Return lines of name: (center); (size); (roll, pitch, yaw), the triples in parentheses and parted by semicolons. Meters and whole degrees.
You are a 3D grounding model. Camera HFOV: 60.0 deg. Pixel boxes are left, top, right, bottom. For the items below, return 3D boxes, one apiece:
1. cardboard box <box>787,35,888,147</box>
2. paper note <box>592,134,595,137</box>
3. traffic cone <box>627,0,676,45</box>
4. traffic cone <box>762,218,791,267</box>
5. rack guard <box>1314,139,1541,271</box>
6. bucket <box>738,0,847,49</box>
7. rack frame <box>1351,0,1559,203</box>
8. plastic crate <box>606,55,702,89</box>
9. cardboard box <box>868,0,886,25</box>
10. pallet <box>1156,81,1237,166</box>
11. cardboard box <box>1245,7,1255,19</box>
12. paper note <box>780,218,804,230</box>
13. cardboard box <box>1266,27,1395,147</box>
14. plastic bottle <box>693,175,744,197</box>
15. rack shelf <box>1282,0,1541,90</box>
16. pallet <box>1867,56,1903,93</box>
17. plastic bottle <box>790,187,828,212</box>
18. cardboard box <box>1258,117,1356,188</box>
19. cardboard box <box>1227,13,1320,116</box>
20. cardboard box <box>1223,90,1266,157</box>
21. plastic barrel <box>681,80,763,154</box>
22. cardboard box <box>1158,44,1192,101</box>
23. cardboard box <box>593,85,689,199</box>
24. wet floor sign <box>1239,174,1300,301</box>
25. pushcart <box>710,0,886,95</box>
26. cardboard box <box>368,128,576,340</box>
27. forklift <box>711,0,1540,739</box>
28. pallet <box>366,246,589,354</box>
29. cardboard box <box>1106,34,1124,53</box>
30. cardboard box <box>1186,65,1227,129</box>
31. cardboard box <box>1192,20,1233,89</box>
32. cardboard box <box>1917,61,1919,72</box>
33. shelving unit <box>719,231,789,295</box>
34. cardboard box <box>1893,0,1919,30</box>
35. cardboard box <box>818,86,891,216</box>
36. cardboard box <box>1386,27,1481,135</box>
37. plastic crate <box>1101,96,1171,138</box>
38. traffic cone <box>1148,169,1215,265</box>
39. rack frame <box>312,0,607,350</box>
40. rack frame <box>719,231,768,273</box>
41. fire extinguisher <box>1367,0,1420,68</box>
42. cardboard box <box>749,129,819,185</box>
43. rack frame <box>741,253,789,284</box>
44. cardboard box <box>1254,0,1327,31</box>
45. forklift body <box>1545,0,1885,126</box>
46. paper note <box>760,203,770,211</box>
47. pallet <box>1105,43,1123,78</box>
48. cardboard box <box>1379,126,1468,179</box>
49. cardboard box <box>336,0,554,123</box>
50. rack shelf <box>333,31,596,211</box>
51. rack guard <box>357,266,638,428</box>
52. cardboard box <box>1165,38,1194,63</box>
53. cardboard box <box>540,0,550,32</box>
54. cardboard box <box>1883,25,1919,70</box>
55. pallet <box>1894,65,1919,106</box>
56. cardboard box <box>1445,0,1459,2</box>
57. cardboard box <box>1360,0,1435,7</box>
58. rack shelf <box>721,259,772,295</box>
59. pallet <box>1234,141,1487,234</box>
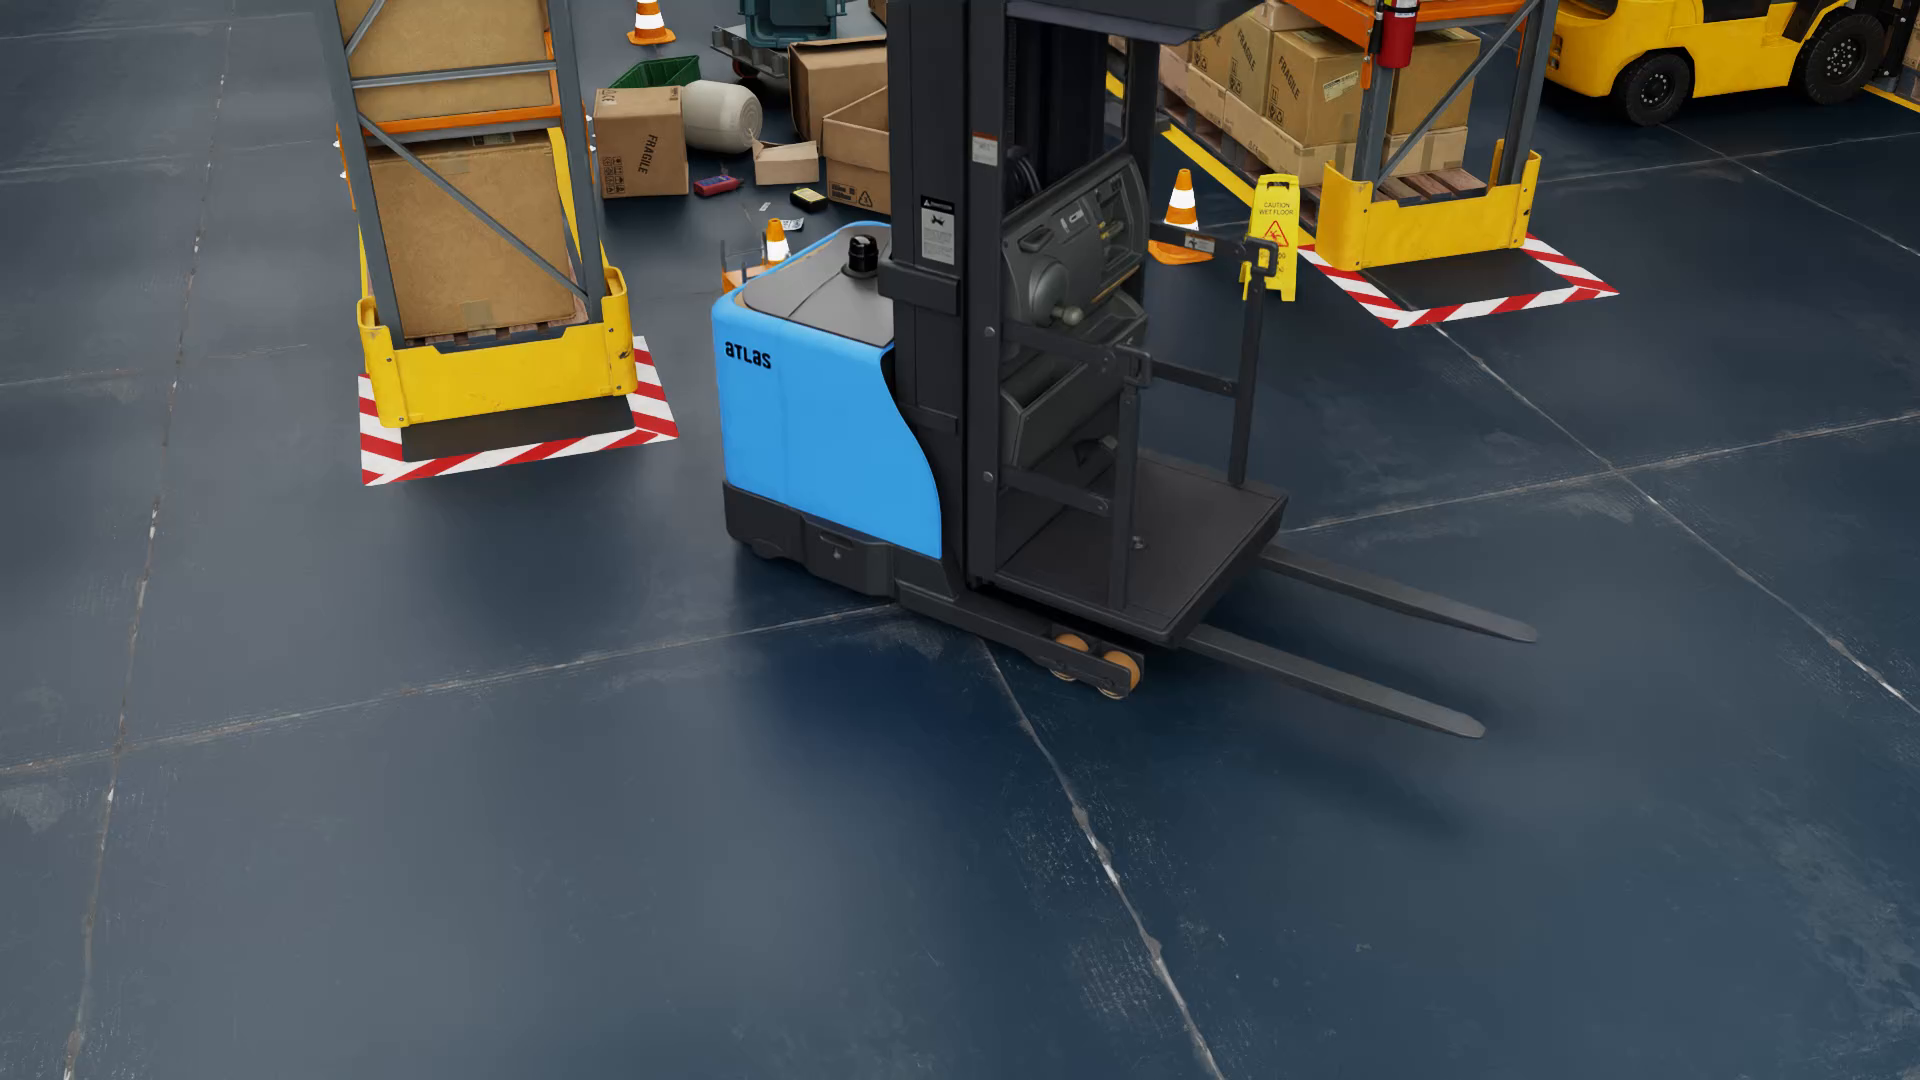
cardboard box: (-0.673, -2.835, 10.461); (0.797, 0.637, 0.503); (-10, 35, -15)
paper note: (-2.269, -2.610, 10.671); (0.142, 0.020, 0.147); (19, 38, 26)
traffic cone: (-2.307, -3.948, 12.306); (0.336, 0.463, 0.334); (-10, 35, -15)
traffic cone: (-0.926, -1.408, 8.461); (0.336, 0.463, 0.334); (-10, 35, -15)
rack guard: (2.544, -1.831, 9.068); (1.175, 0.500, 0.348); (-10, 35, -15)
bucket: (-1.099, -3.633, 11.118); (0.726, 0.611, 0.620); (1, 23, 2)
rack frame: (2.567, -2.834, 8.318); (1.000, 3.000, 0.127); (-10, 35, -15)
plastic crate: (-2.036, -3.029, 11.111); (0.450, 0.188, 0.662); (-2, 32, 16)
cardboard box: (-0.339, -3.892, 11.500); (0.500, 0.500, 0.500); (-10, 35, -15)
pallet: (1.961, -2.783, 10.769); (1.003, 0.211, 1.213); (-10, 35, -15)
cardboard box: (1.825, -3.136, 9.620); (0.380, 0.149, 0.250); (-9, 35, -14)
paper note: (-0.965, -1.796, 9.442); (0.144, 0.017, 0.142); (1, 33, 2)
cardboard box: (2.074, -2.552, 9.324); (0.500, 0.500, 0.500); (-10, 35, -14)
plastic bottle: (-1.432, -2.117, 9.898); (0.283, 0.061, 0.133); (-23, 40, -31)
rack shelf: (1.957, -3.584, 10.106); (1.077, 0.370, 4.000); (-10, 35, -15)
pallet: (6.651, -3.541, 11.918); (1.003, 0.211, 1.213); (-10, 35, -15)
plastic bottle: (-0.903, -1.999, 9.719); (0.133, 0.061, 0.283); (-23, 40, -31)
cardboard box: (2.057, -2.254, 9.553); (0.500, 0.250, 0.500); (-10, 35, -15)
cardboard box: (1.912, -2.825, 9.738); (0.500, 0.500, 0.500); (-9, 34, -13)
cardboard box: (1.914, -2.515, 9.948); (0.500, 0.250, 0.500); (-10, 35, -15)
plastic barrel: (-1.529, -2.636, 10.356); (0.512, 0.421, 0.421); (13, 36, 18)
cardboard box: (1.608, -3.051, 10.759); (0.500, 0.250, 0.500); (-10, 35, -15)
cardboard box: (-1.886, -2.364, 9.873); (0.500, 0.500, 0.500); (-4, 34, -6)
wet floor sign: (1.606, -1.572, 8.544); (0.267, 0.644, 0.232); (1, 33, 2)
pushcart: (-0.809, -3.431, 11.599); (1.648, 0.377, 0.936); (-23, 40, -31)
cardboard box: (-2.386, -1.582, 7.970); (0.875, 0.875, 0.875); (-10, 35, -14)
forklift: (0.581, -0.996, 5.599); (3.031, 2.935, 1.130); (19, 38, 26)
pallet: (-2.435, -1.192, 8.362); (1.003, 0.211, 1.213); (-10, 35, -15)
cardboard box: (1.270, -3.607, 11.601); (0.500, 0.250, 0.500); (-12, 35, -17)
cardboard box: (1.749, -2.788, 10.362); (0.500, 0.250, 0.500); (-11, 35, -16)
cardboard box: (1.765, -3.091, 10.140); (0.500, 0.500, 0.500); (-11, 35, -16)
cardboard box: (6.706, -3.155, 10.917); (0.500, 0.250, 0.500); (-10, 35, -15)
shelving unit: (-0.819, -0.728, 6.900); (0.215, 1.050, 0.252); (-16, 37, -22)
cardboard box: (6.527, -3.643, 11.202); (0.500, 0.250, 0.500); (-11, 35, -16)
cardboard box: (-0.380, -2.289, 9.758); (0.637, 0.503, 0.797); (19, 38, 26)
cardboard box: (2.577, -2.657, 9.484); (0.500, 0.500, 0.500); (-11, 35, -16)
plastic crate: (1.045, -2.754, 10.845); (0.402, 0.080, 0.583); (-23, 40, -31)
traffic cone: (1.207, -1.785, 9.031); (0.336, 0.463, 0.334); (-10, 35, -15)
rack frame: (-2.116, -1.949, 6.978); (1.000, 3.000, 0.127); (-10, 35, -15)
rack frame: (-0.874, -0.788, 6.991); (0.200, 1.050, 0.008); (-16, 37, -22)
fire extinguisher: (2.163, -2.664, 8.131); (0.296, 0.674, 0.183); (-10, 35, -15)
cardboard box: (-1.058, -2.315, 10.013); (0.396, 0.266, 0.258); (-4, 34, -6)
rack frame: (-0.764, -0.668, 6.809); (0.200, 1.050, 0.008); (-16, 37, -22)
cardboard box: (1.898, -3.004, 9.420); (0.380, 0.149, 0.250); (-9, 35, -13)
forklift body: (4.977, -4.006, 10.861); (2.313, 2.155, 1.214); (-10, 35, -15)
paper note: (-1.135, -1.940, 9.677); (0.032, 0.001, 0.123); (7, 34, 10)
pallet: (1.585, -3.424, 11.741); (1.003, 0.211, 1.213); (-10, 35, -15)
cardboard box: (2.584, -2.332, 9.672); (0.500, 0.250, 0.500); (-10, 35, -15)
cardboard box: (-2.273, -2.198, 7.220); (0.875, 0.550, 0.550); (-10, 35, -15)
rack shelf: (-2.726, -2.699, 8.766); (1.077, 0.370, 4.000); (-10, 35, -15)
rack guard: (-2.109, -0.893, 7.648); (1.175, 0.500, 0.348); (-10, 35, -15)
cardboard box: (1.601, -3.368, 10.560); (0.500, 0.500, 0.500); (-8, 34, -12)
cardboard box: (-2.512, -2.799, 8.128); (0.875, 0.550, 0.550); (-10, 35, -15)
cardboard box: (6.562, -3.419, 11.317); (0.500, 0.250, 0.500); (-10, 35, -14)
pallet: (7.020, -2.902, 10.950); (1.003, 0.211, 1.213); (-10, 35, -15)
cardboard box: (2.661, -2.943, 8.710); (0.380, 0.149, 0.250); (-10, 35, -15)
cardboard box: (2.249, -2.890, 8.630); (0.380, 0.149, 0.250); (-9, 34, -13)
rack shelf: (-0.819, -0.956, 6.749); (0.215, 0.259, 0.240); (-16, 37, -22)
pallet: (2.330, -2.143, 9.802); (1.003, 0.211, 1.213); (-10, 35, -15)
